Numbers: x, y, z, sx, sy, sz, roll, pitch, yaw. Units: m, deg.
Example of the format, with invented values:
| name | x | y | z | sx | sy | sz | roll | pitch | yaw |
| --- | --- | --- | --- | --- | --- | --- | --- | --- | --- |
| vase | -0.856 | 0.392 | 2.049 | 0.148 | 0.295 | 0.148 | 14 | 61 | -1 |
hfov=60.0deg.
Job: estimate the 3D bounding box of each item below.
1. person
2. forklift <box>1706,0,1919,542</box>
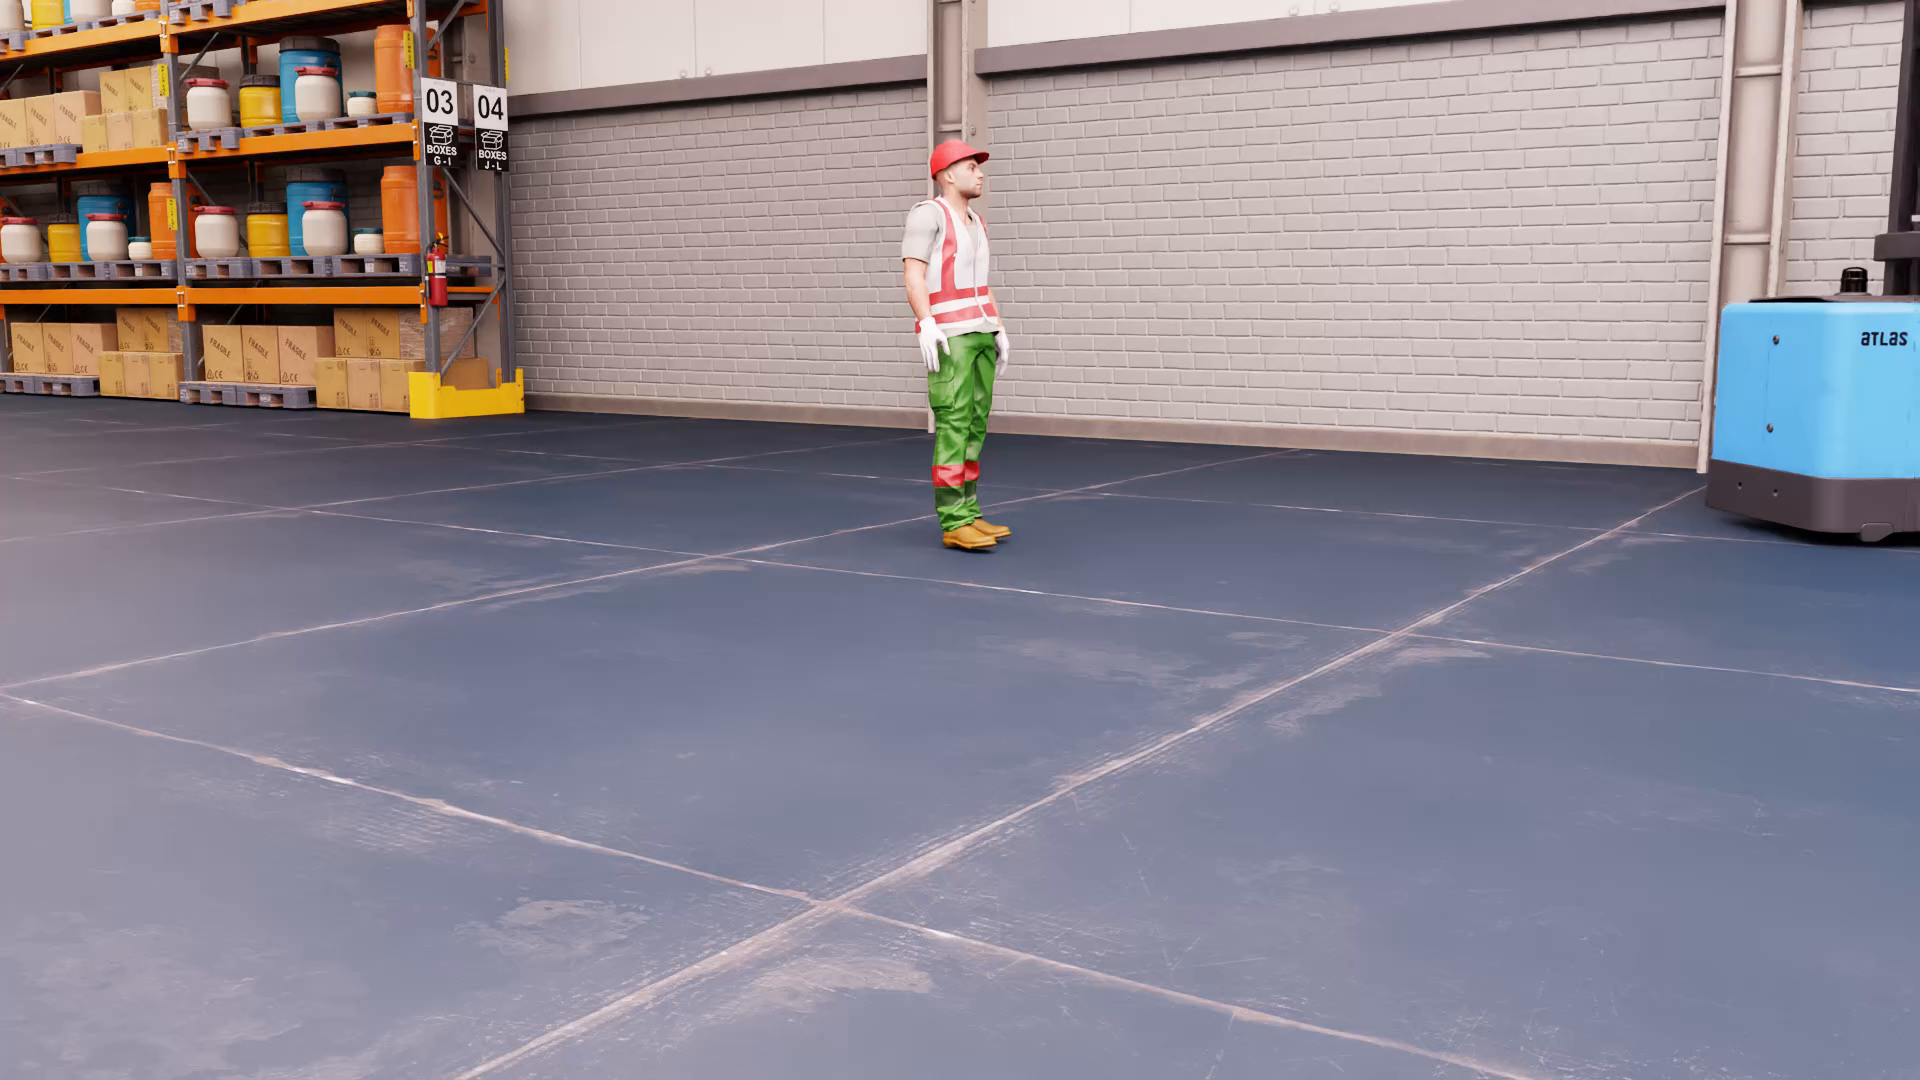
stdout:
| name | x | y | z | sx | sy | sz | roll | pitch | yaw |
| --- | --- | --- | --- | --- | --- | --- | --- | --- | --- |
| person | 0.060 | -0.885 | 7.422 | 0.562 | 1.790 | 0.637 | 5 | 10 | 34 |
| forklift | 5.247 | -1.500 | 7.739 | 3.031 | 2.935 | 1.130 | -1 | 8 | -5 |
